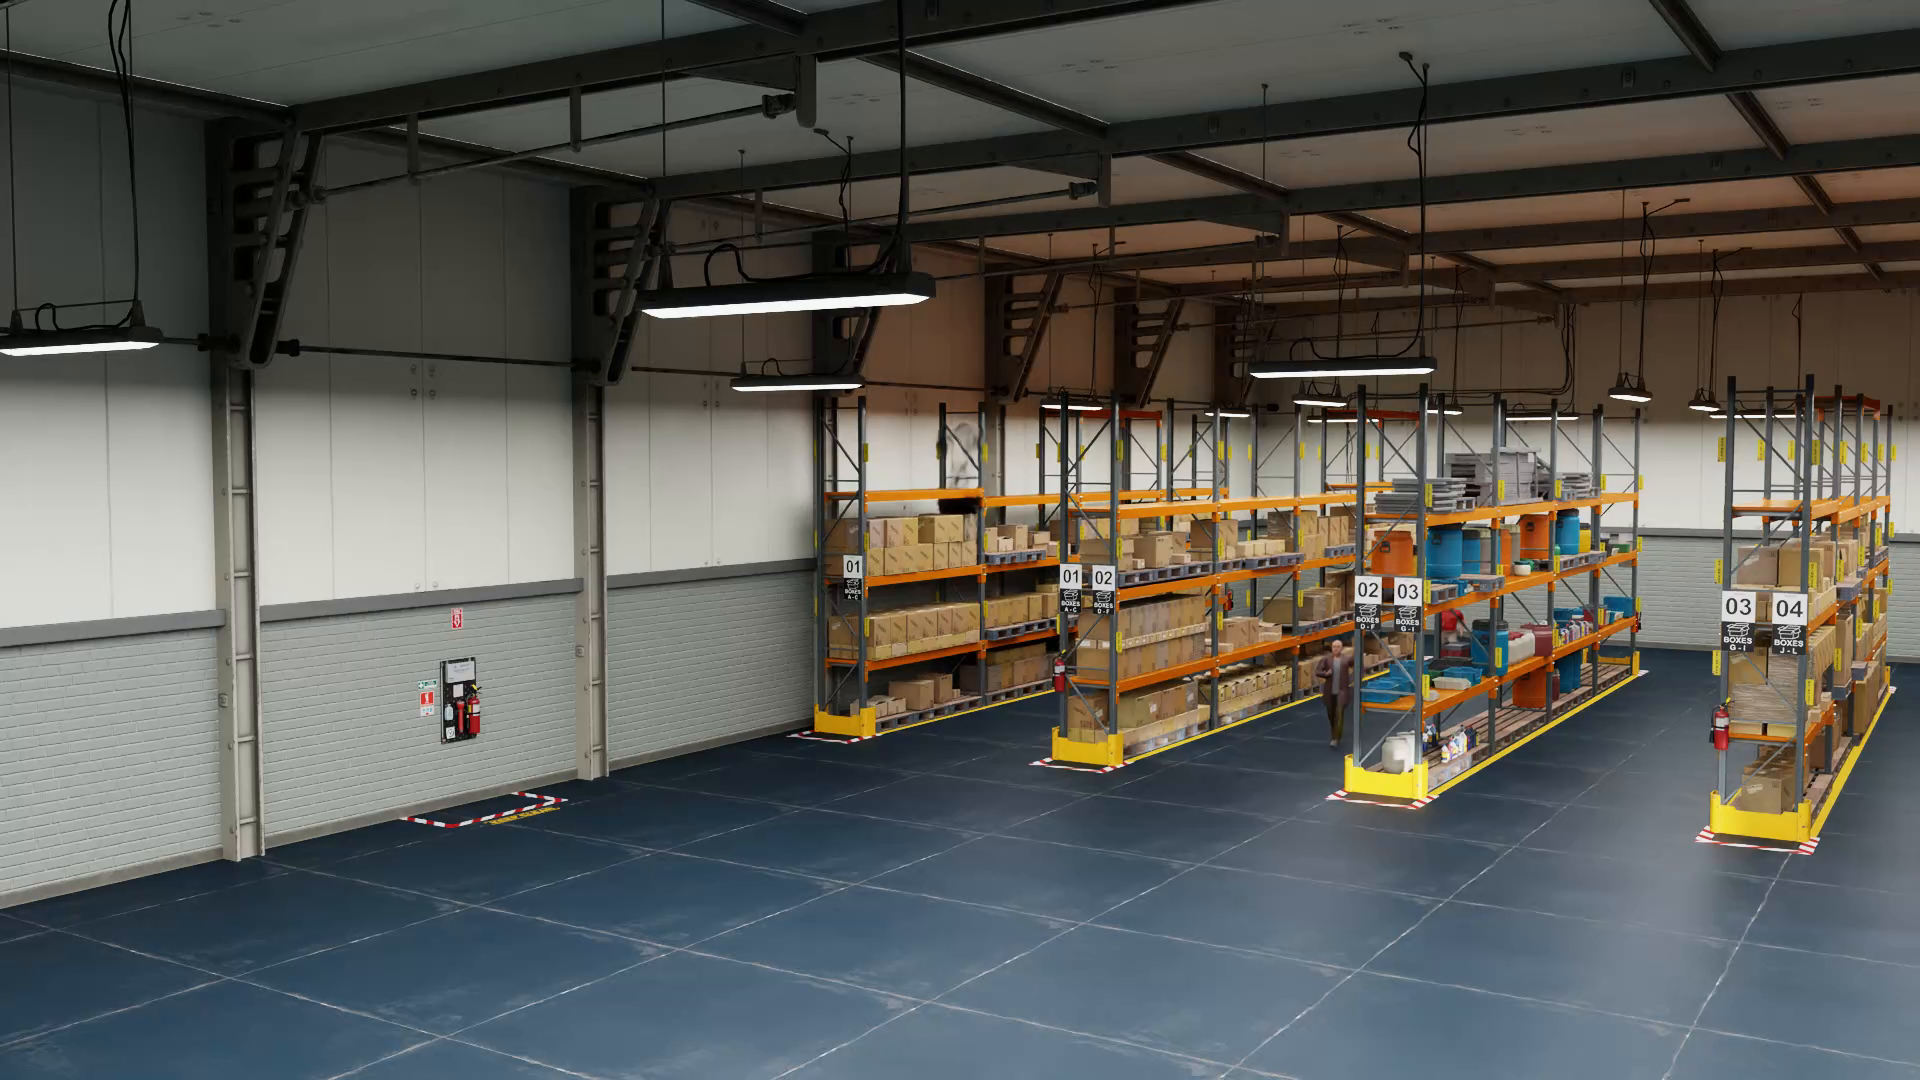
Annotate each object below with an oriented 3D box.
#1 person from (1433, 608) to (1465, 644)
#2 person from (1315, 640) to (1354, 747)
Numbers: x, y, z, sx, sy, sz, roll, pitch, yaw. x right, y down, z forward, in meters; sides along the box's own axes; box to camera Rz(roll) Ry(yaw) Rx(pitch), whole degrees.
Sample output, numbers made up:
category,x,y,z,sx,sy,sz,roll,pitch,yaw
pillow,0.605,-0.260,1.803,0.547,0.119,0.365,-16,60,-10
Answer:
category,x,y,z,sx,sy,sz,roll,pitch,yaw
person,10.938,2.195,37.280,0.636,1.801,0.782,2,3,28
person,6.409,2.581,28.309,0.702,1.757,1.068,1,3,22
